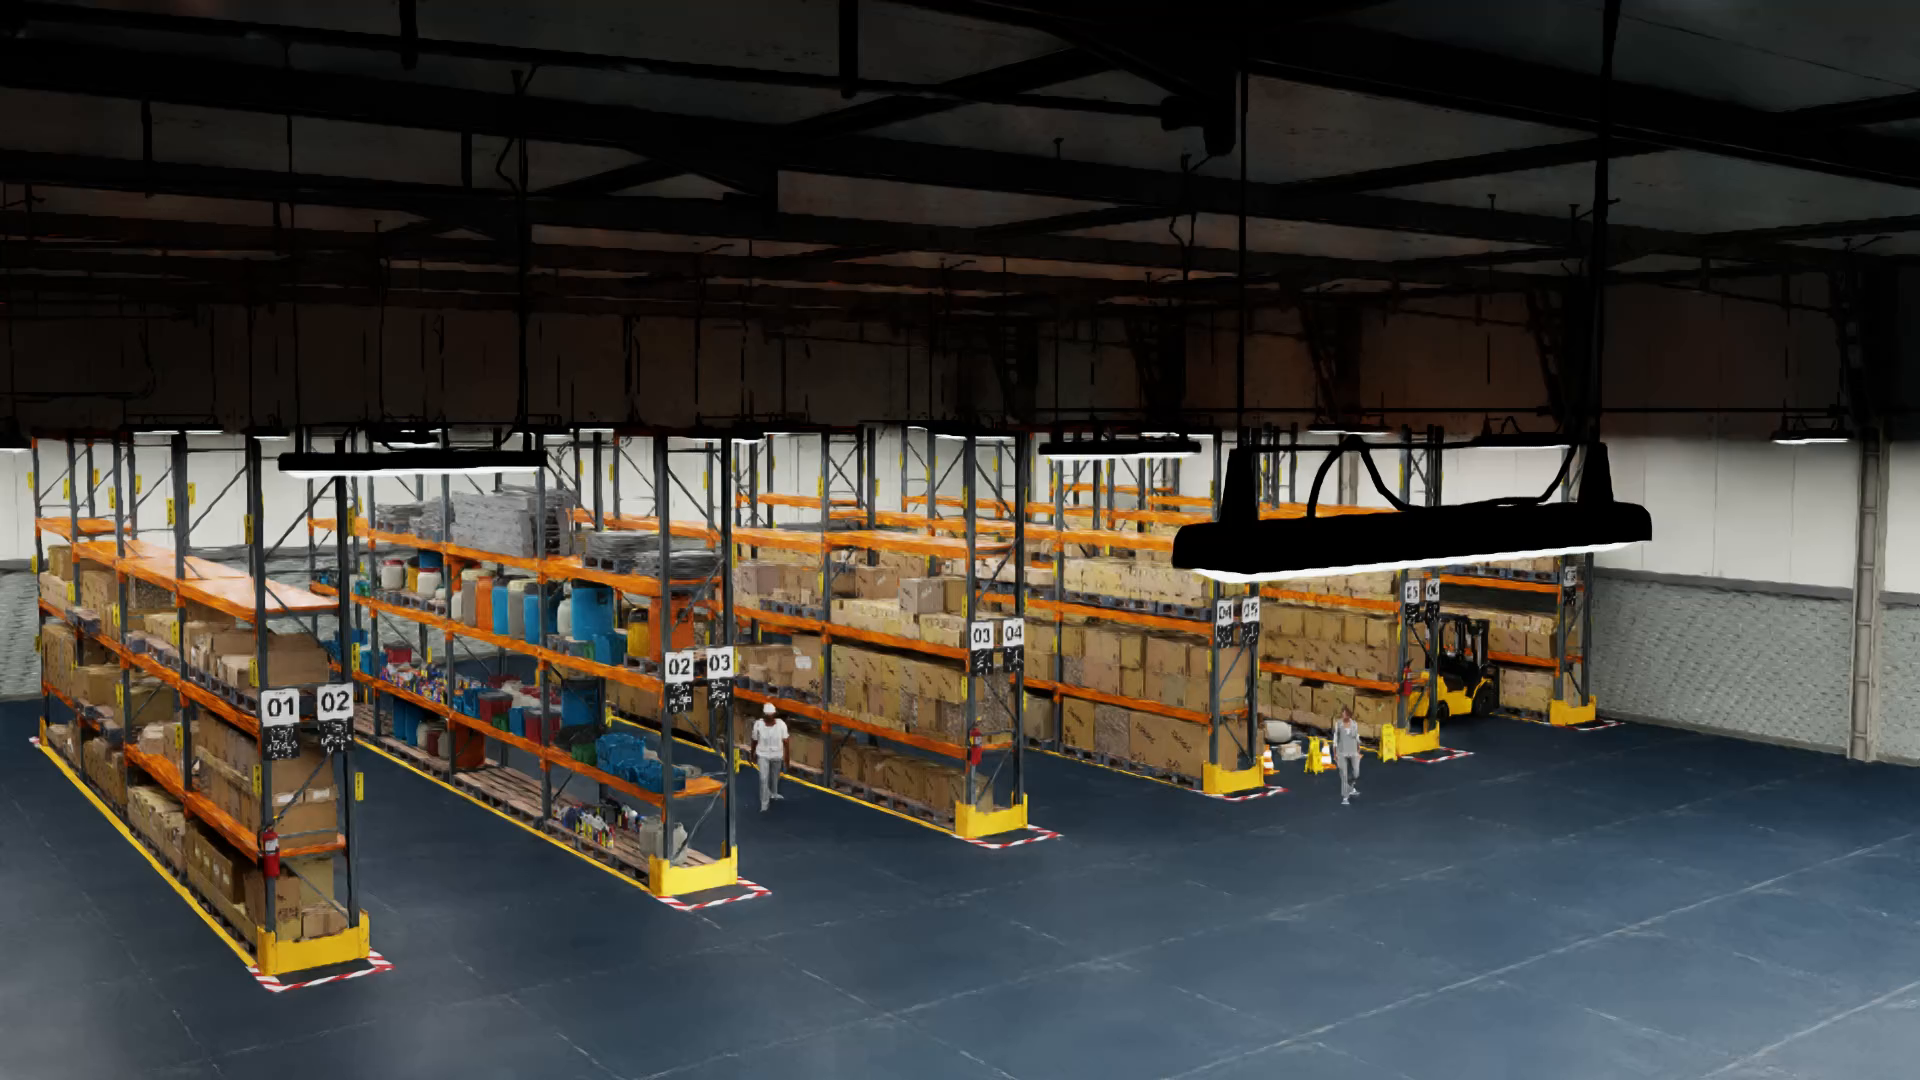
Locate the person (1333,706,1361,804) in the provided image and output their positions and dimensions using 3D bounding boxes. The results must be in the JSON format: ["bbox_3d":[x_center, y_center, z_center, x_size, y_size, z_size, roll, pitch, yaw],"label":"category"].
[{"bbox_3d":[6.231,3.440,26.781,0.474,1.587,0.500,0,4,2],"label":"person"}]

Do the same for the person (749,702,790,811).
[{"bbox_3d":[-3.022,3.410,26.416,0.616,1.712,0.970,-1,5,-16],"label":"person"}]
